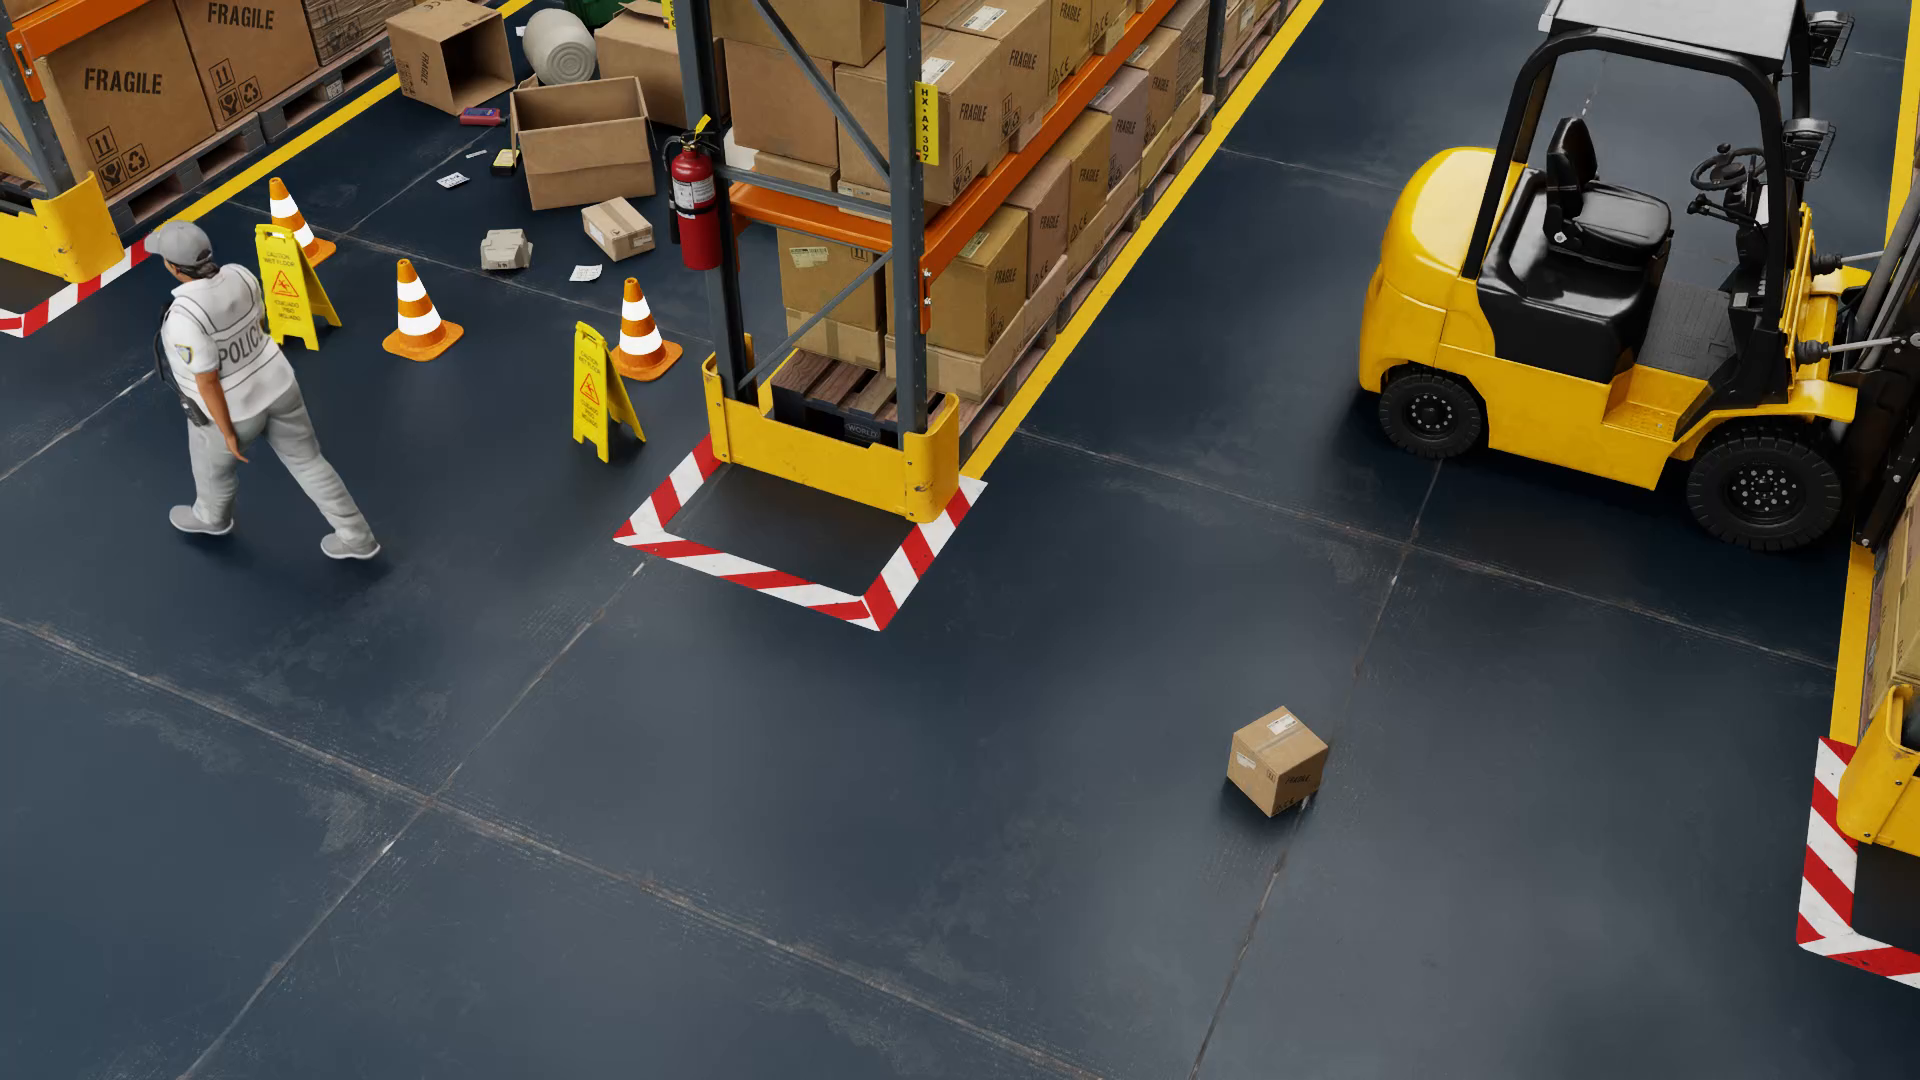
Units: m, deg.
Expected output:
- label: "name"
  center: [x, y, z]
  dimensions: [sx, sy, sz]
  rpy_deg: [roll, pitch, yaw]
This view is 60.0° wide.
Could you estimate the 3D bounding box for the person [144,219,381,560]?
- label: "person"
  center: [-2.987, -0.624, 6.834]
  dimensions: [1.028, 1.596, 0.496]
  rpy_deg: [19, 46, 20]
